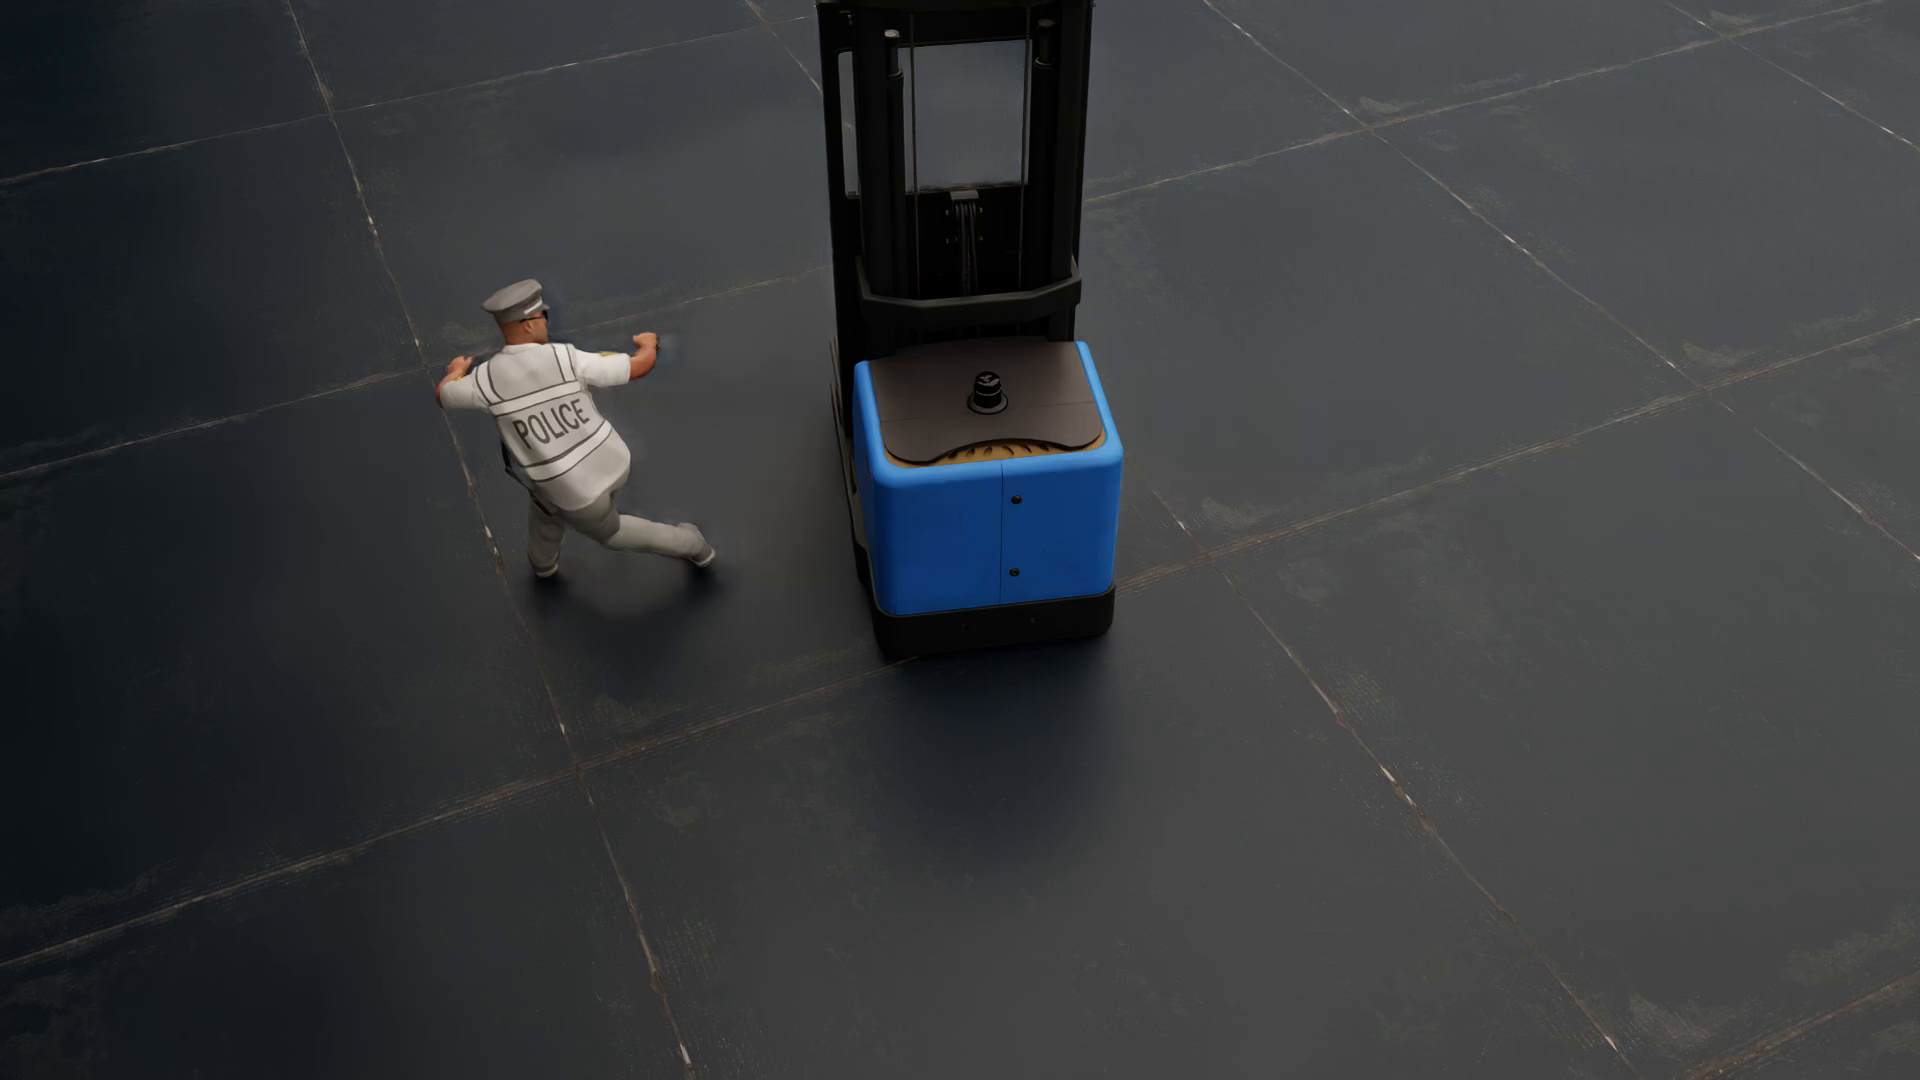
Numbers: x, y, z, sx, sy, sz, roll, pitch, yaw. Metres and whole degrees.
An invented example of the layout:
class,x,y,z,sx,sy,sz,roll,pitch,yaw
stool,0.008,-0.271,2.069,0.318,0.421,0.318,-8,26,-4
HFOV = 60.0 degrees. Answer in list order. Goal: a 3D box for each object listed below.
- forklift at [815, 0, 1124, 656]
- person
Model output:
class,x,y,z,sx,sy,sz,roll,pitch,yaw
forklift,-0.055,-1.581,7.375,1.130,2.935,3.031,-6,43,-6
person,-1.701,-0.494,7.273,1.099,1.556,0.950,30,51,28
